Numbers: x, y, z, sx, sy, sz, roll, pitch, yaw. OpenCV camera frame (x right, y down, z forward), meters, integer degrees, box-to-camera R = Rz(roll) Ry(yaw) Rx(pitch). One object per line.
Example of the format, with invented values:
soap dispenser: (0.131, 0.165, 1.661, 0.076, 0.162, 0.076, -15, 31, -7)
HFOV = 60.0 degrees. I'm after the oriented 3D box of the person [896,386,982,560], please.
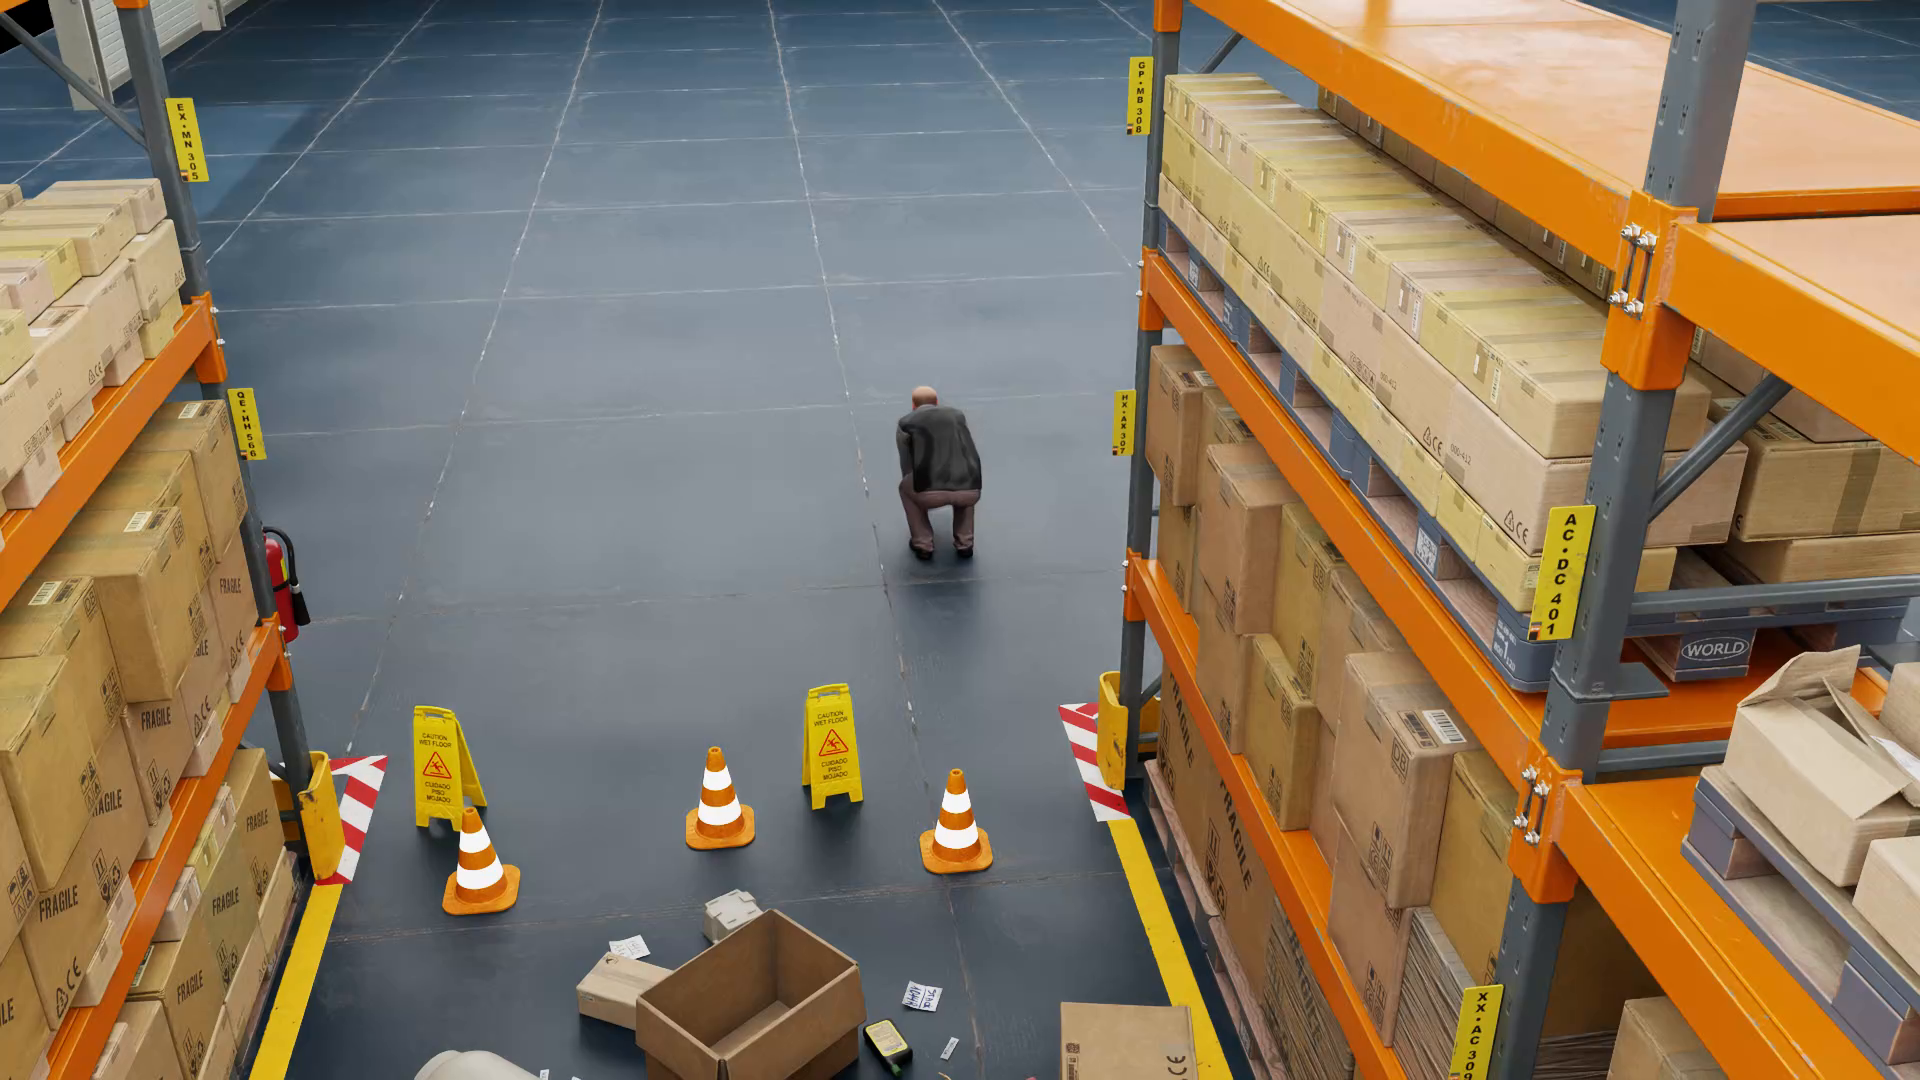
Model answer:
person: (-0.140, -0.417, 10.801, 0.511, 0.960, 0.884, -4, 27, -8)
